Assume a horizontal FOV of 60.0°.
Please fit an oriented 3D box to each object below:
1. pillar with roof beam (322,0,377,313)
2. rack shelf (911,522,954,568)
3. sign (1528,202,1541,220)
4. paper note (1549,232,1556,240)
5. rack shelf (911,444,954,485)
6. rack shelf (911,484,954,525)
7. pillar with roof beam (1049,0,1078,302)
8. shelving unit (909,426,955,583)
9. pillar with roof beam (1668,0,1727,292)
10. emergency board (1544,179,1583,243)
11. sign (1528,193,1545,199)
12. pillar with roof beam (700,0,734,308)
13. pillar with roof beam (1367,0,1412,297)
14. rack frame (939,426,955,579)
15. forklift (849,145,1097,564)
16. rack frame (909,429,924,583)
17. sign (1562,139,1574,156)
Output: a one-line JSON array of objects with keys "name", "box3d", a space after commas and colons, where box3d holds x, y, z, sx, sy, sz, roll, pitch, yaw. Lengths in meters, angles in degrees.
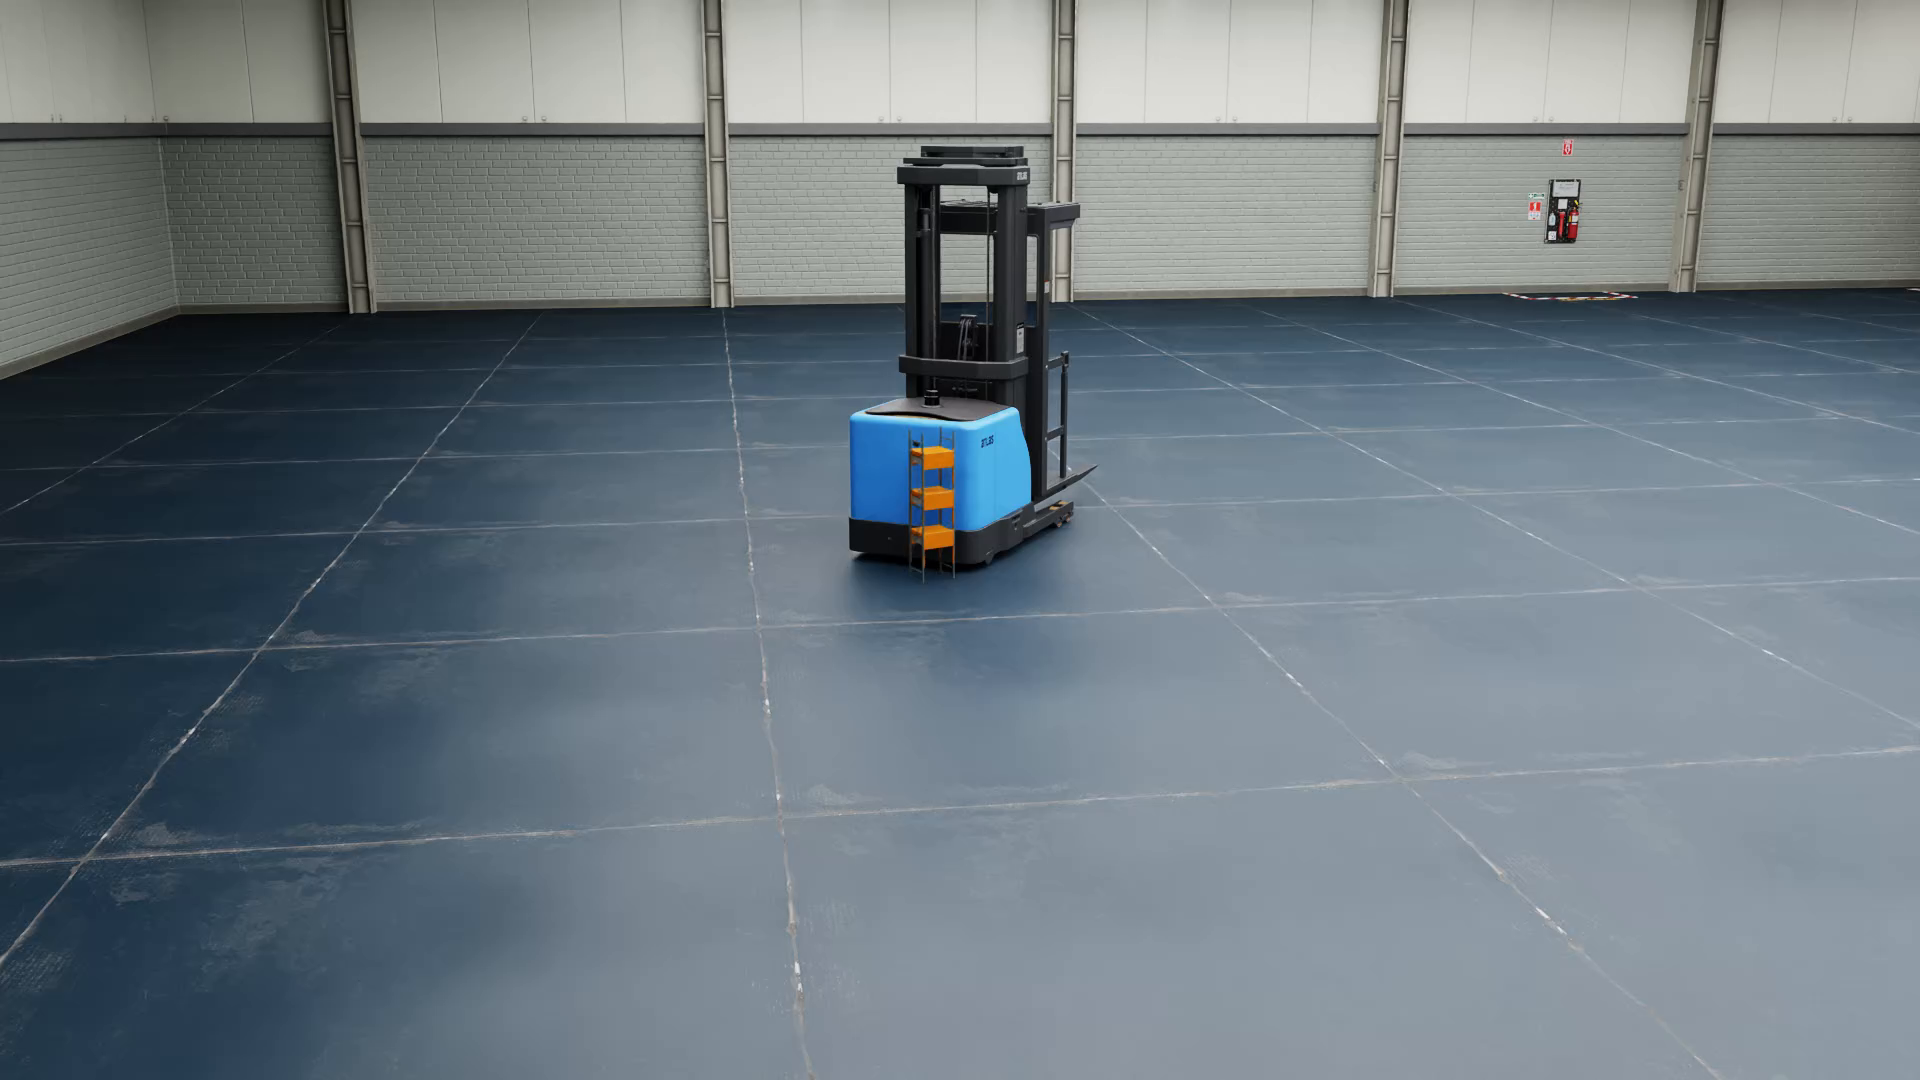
[{"name": "pillar with roof beam", "box3d": [-9.419, -7.172, 22.820, 0.400, 9.000, 9.100, -2, 14, -8]}, {"name": "rack shelf", "box3d": [-0.197, 0.034, 11.613, 0.240, 0.259, 0.215, -8, 16, -29]}, {"name": "sign", "box3d": [10.660, -6.109, 30.841, 0.234, 0.329, 0.001, -2, 14, -8]}, {"name": "paper note", "box3d": [11.037, -5.670, 30.974, 0.142, 0.148, 0.016, -2, 14, -8]}, {"name": "rack shelf", "box3d": [-0.196, -0.511, 11.477, 0.240, 0.259, 0.215, -8, 16, -29]}, {"name": "rack shelf", "box3d": [-0.196, -0.236, 11.546, 0.240, 0.259, 0.215, -8, 16, -29]}, {"name": "pillar with roof beam", "box3d": [2.447, -7.607, 24.554, 0.400, 9.000, 9.100, -2, 14, -8]}, {"name": "shelving unit", "box3d": [-0.196, -0.246, 11.543, 0.252, 1.050, 0.215, -8, 16, -29]}, {"name": "pillar with roof beam", "box3d": [14.313, -8.042, 26.288, 0.400, 9.000, 9.100, -2, 14, -8]}, {"name": "emergency board", "box3d": [11.222, -6.087, 30.826, 0.643, 1.169, 0.194, -2, 14, -8]}, {"name": "sign", "box3d": [10.666, -6.364, 30.769, 0.331, 0.109, 0.001, -2, 14, -8]}, {"name": "pillar with roof beam", "box3d": [-3.486, -7.389, 23.687, 0.400, 9.000, 9.100, -2, 14, -8]}, {"name": "pillar with roof beam", "box3d": [8.380, -7.824, 25.421, 0.400, 9.000, 9.100, -2, 14, -8]}, {"name": "rack frame", "box3d": [-0.091, -0.261, 11.603, 0.008, 1.050, 0.200, -8, 16, -29]}, {"name": "forklift", "box3d": [0.260, -1.561, 12.920, 1.130, 2.935, 3.031, 6, 15, 24]}, {"name": "rack frame", "box3d": [-0.302, -0.231, 11.484, 0.008, 1.050, 0.200, -8, 16, -29]}, {"name": "sign", "box3d": [11.199, -7.235, 30.639, 0.199, 0.298, 0.001, -2, 14, -8]}]
